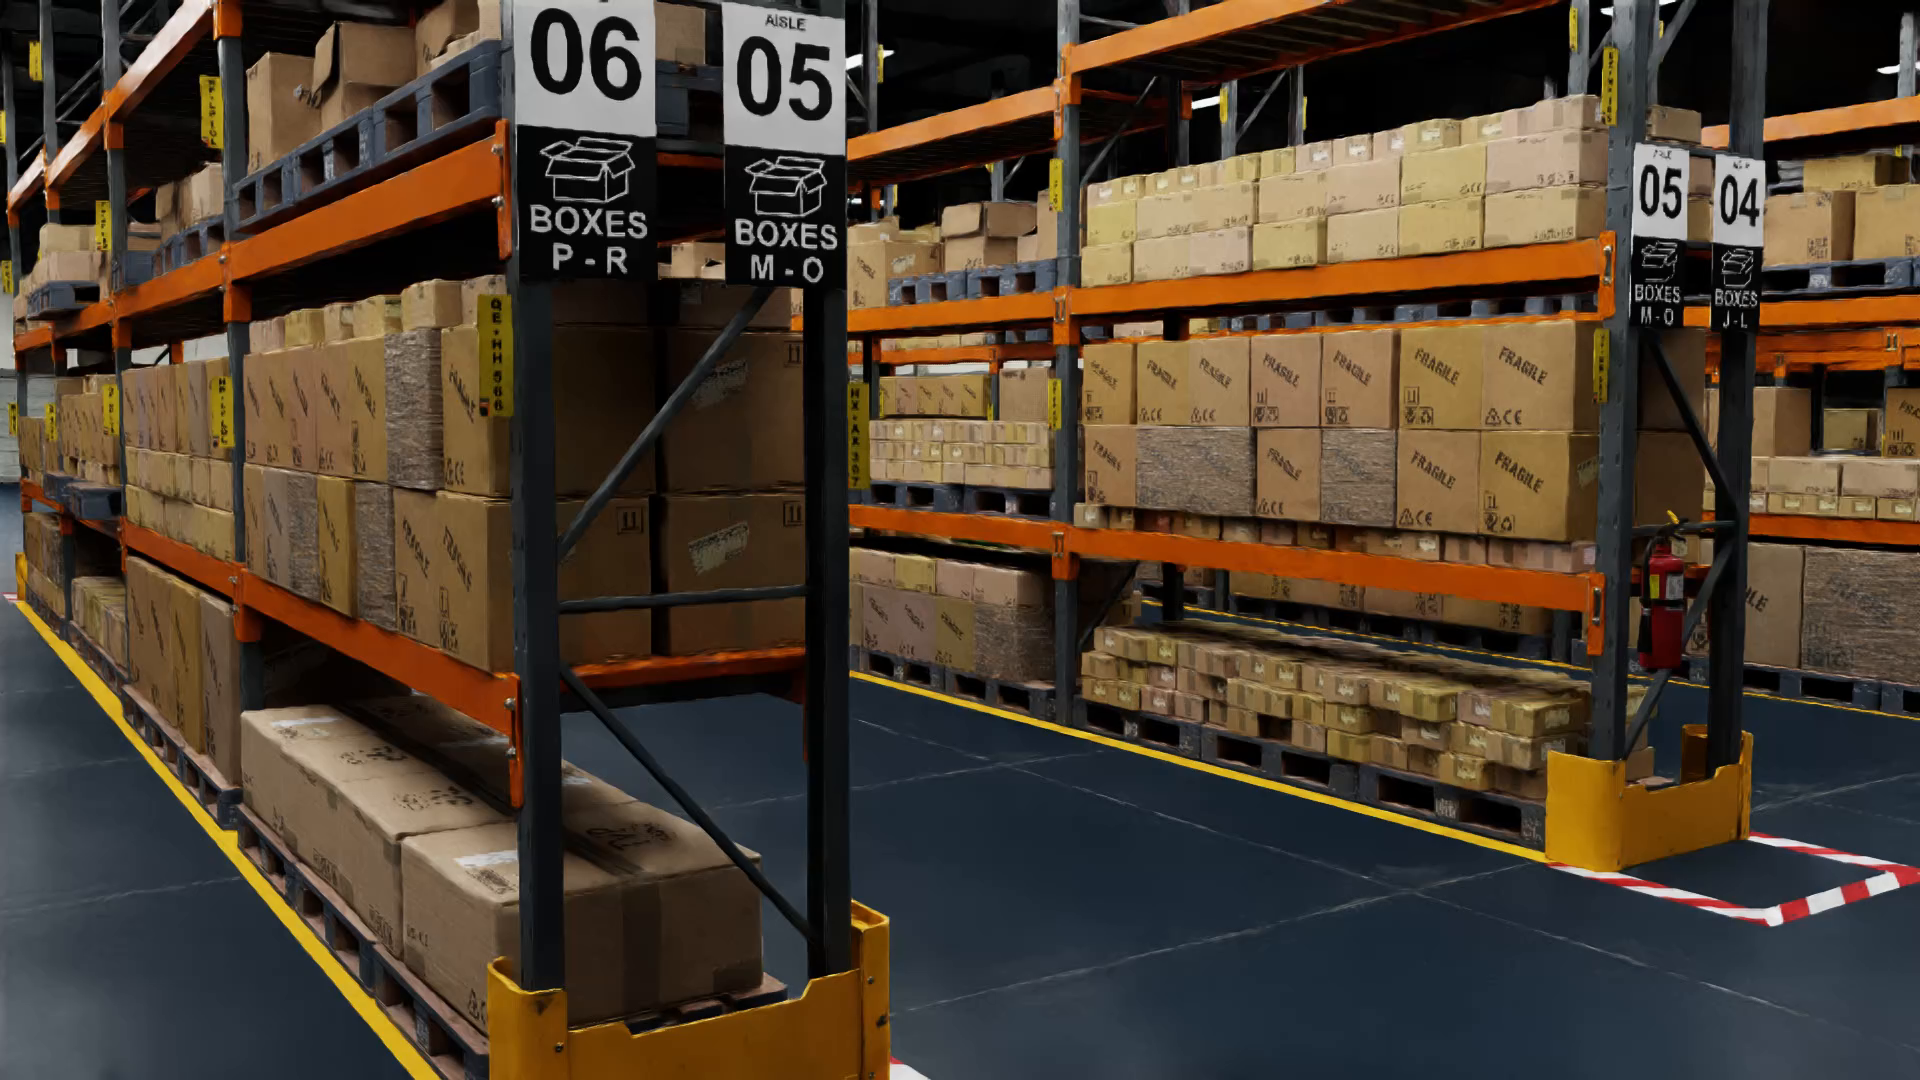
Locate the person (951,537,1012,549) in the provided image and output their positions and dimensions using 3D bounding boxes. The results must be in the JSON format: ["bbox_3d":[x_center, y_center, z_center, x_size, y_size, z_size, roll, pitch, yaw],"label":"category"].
[{"bbox_3d":[0.188,-0.072,15.546,0.678,1.783,0.618,2,5,27],"label":"person"}]
